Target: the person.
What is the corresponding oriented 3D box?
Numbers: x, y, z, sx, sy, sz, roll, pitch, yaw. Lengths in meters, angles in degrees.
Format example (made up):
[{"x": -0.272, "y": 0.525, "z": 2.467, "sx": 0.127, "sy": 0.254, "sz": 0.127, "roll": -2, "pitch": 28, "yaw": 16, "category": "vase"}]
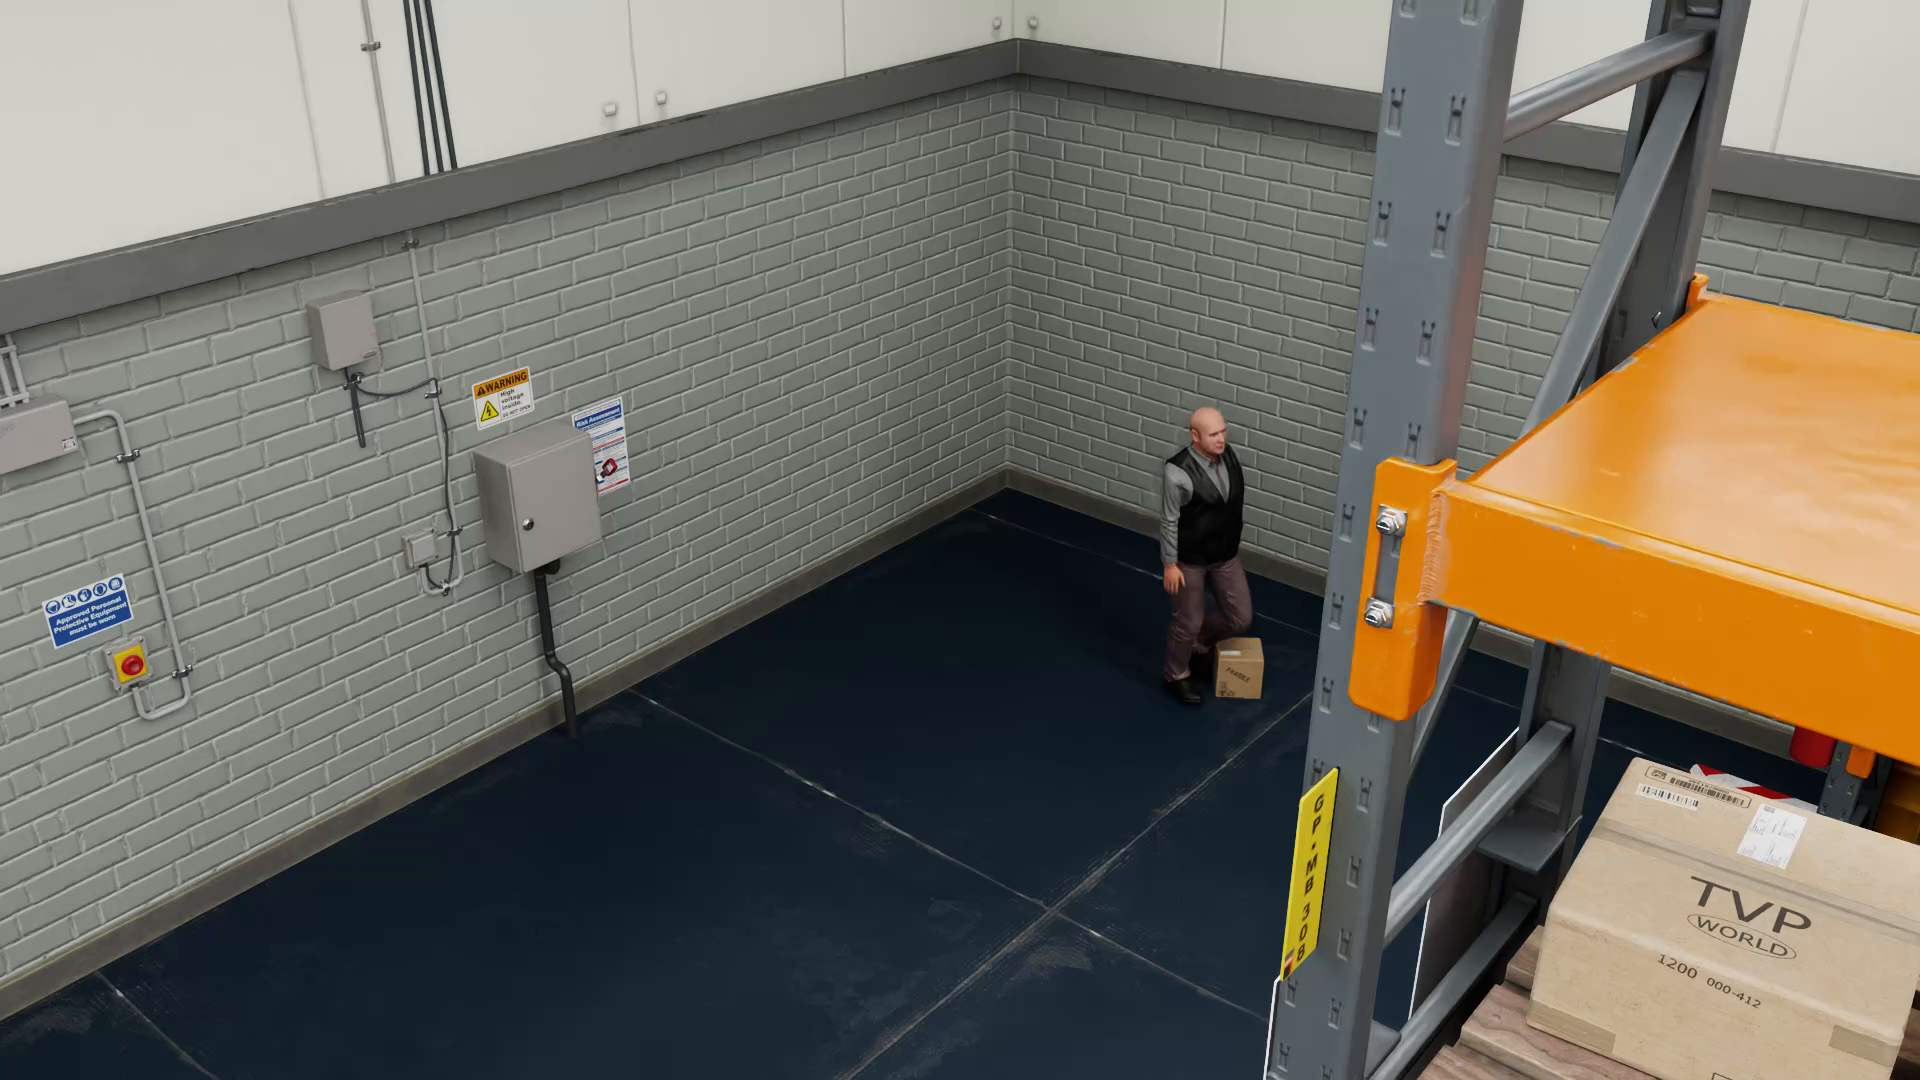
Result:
[{"x": 1.289, "y": 0.082, "z": 8.850, "sx": 0.560, "sy": 1.711, "sz": 0.469, "roll": -16, "pitch": 31, "yaw": -28, "category": "person"}]
